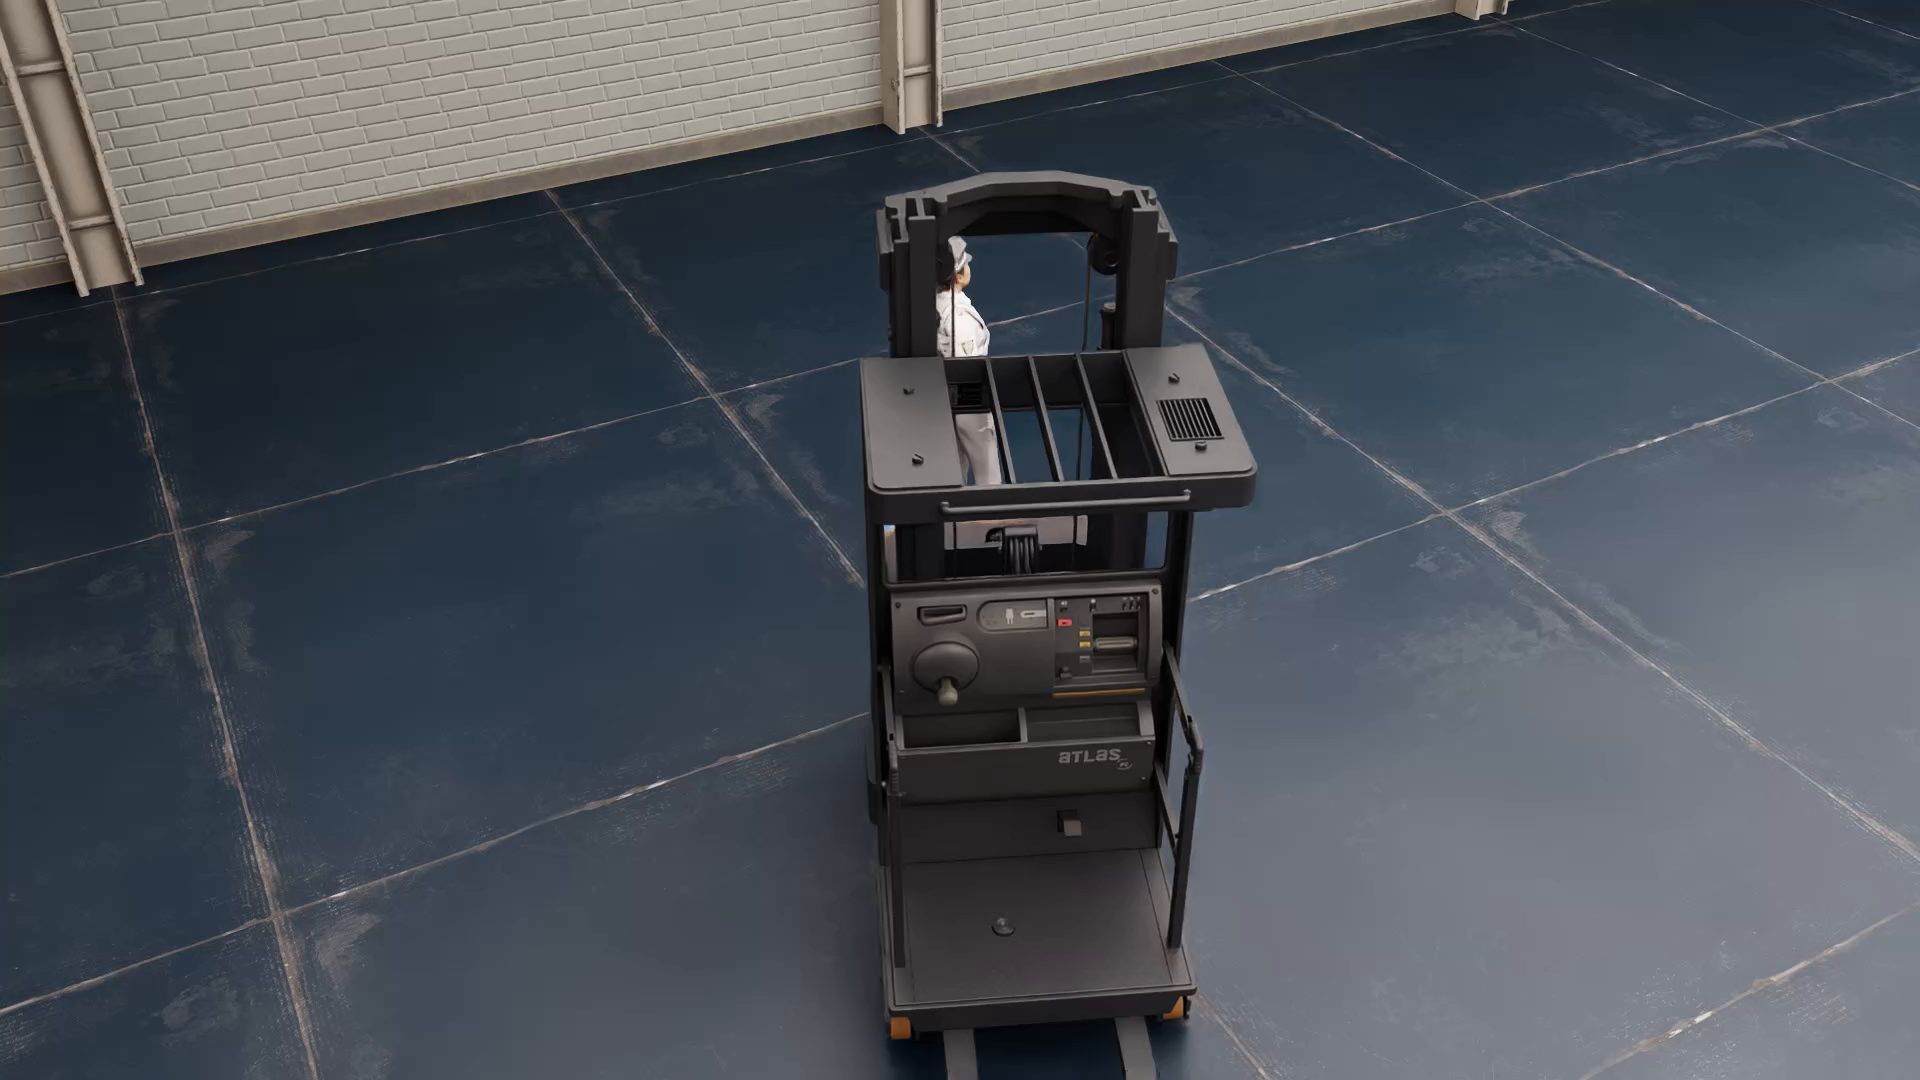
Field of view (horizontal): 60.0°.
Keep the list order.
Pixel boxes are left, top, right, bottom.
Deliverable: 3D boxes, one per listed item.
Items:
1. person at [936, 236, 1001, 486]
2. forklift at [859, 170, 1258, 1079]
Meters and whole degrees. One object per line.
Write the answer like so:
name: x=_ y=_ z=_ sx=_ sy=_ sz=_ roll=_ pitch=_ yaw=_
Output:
person: x=0.062 y=-0.713 z=8.190 sx=0.533 sy=1.696 sz=0.588 roll=-17 pitch=39 yaw=-23
forklift: x=0.252 y=0.420 z=5.529 sx=1.130 sy=2.935 sz=3.031 roll=-3 pitch=35 yaw=-4
